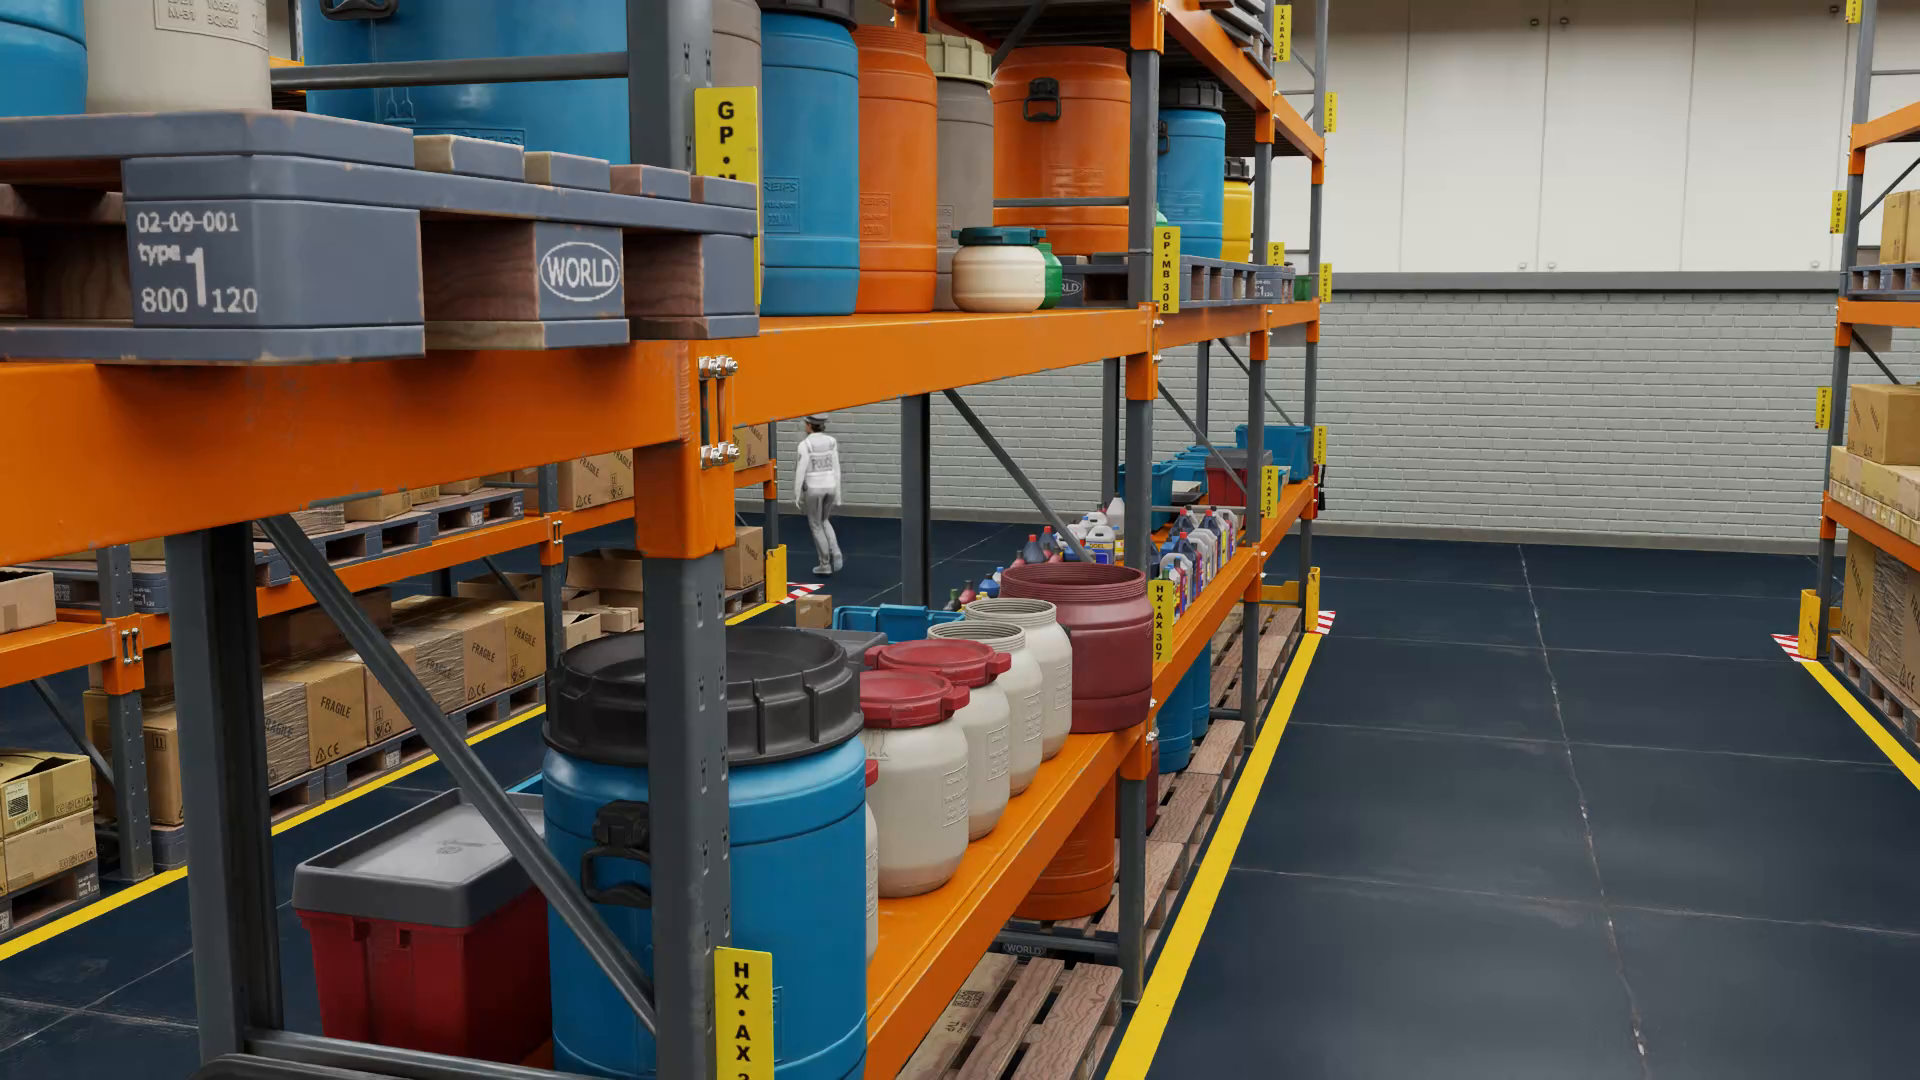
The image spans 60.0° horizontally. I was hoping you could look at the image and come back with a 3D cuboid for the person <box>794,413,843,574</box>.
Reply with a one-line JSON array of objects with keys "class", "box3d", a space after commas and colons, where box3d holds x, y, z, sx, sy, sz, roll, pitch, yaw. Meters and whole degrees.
[{"class": "person", "box3d": [-1.459, -0.489, 16.860, 0.512, 1.679, 0.418, -7, 11, -40]}]
